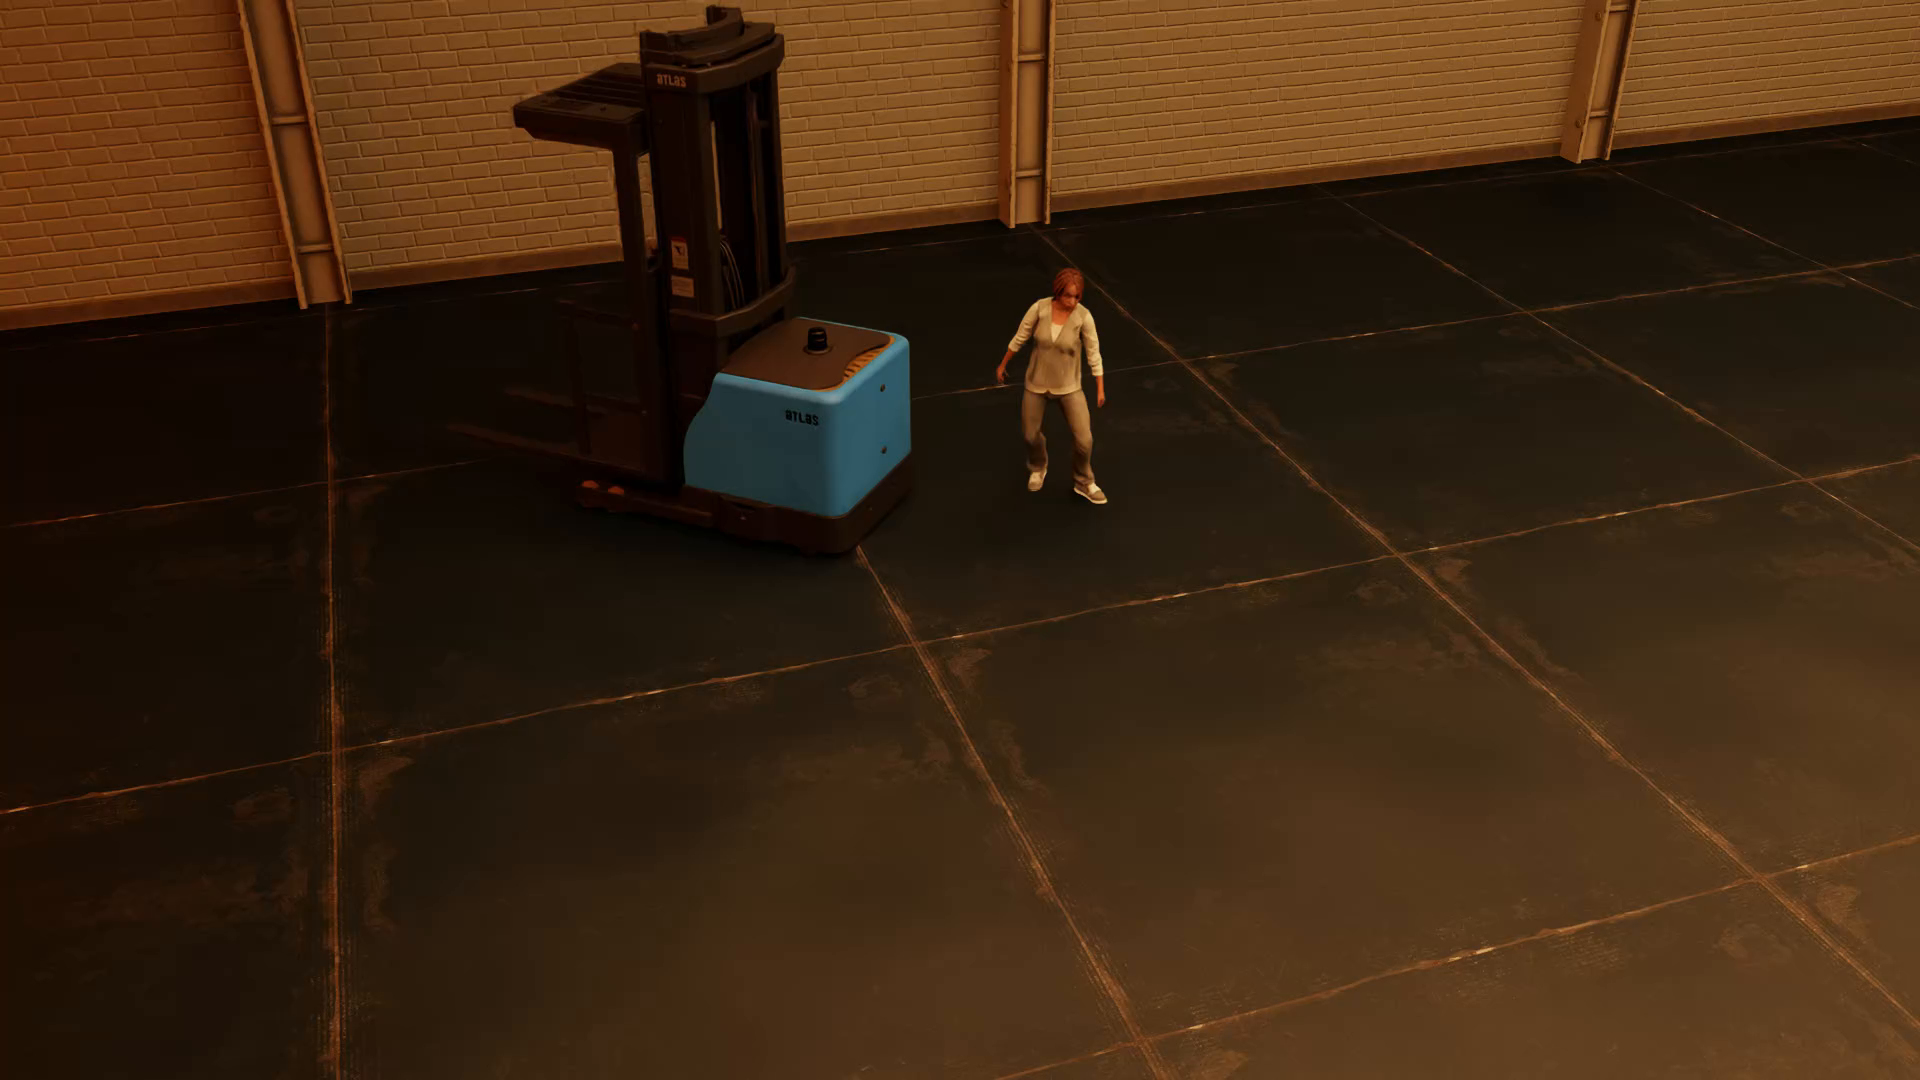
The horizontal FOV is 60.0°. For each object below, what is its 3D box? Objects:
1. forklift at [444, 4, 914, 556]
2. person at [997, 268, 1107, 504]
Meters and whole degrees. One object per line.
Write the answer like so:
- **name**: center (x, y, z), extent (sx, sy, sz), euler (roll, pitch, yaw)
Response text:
- **forklift**: center (-1.853, -1.658, 9.969), extent (3.031, 2.935, 1.130), euler (13, 32, 21)
- **person**: center (0.582, -0.963, 10.203), extent (0.746, 1.567, 0.429), euler (8, 31, 14)
